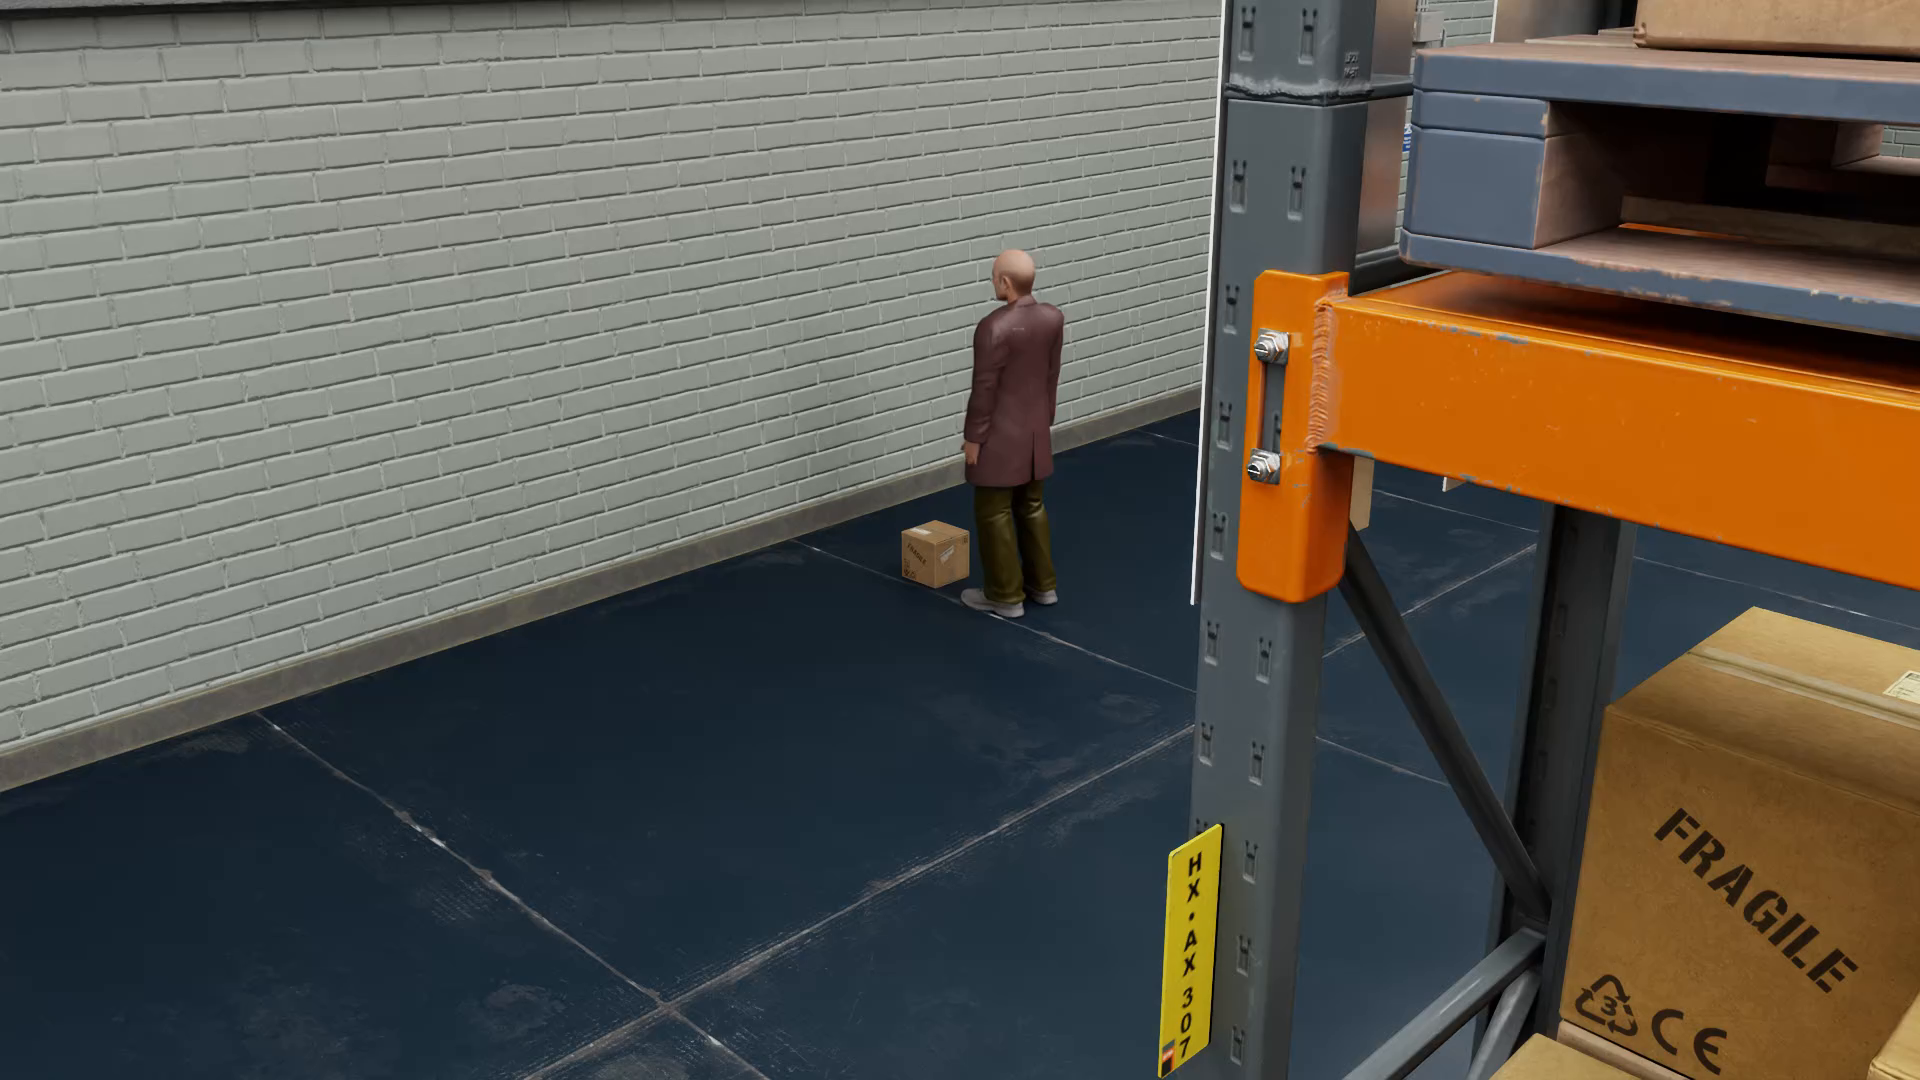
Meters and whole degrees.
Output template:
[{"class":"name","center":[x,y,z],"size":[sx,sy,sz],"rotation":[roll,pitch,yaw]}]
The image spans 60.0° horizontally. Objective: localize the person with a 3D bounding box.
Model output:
[{"class":"person","center":[0.231,-0.511,7.988],"size":[0.561,1.779,0.377],"rotation":[-19,27,-41]}]
